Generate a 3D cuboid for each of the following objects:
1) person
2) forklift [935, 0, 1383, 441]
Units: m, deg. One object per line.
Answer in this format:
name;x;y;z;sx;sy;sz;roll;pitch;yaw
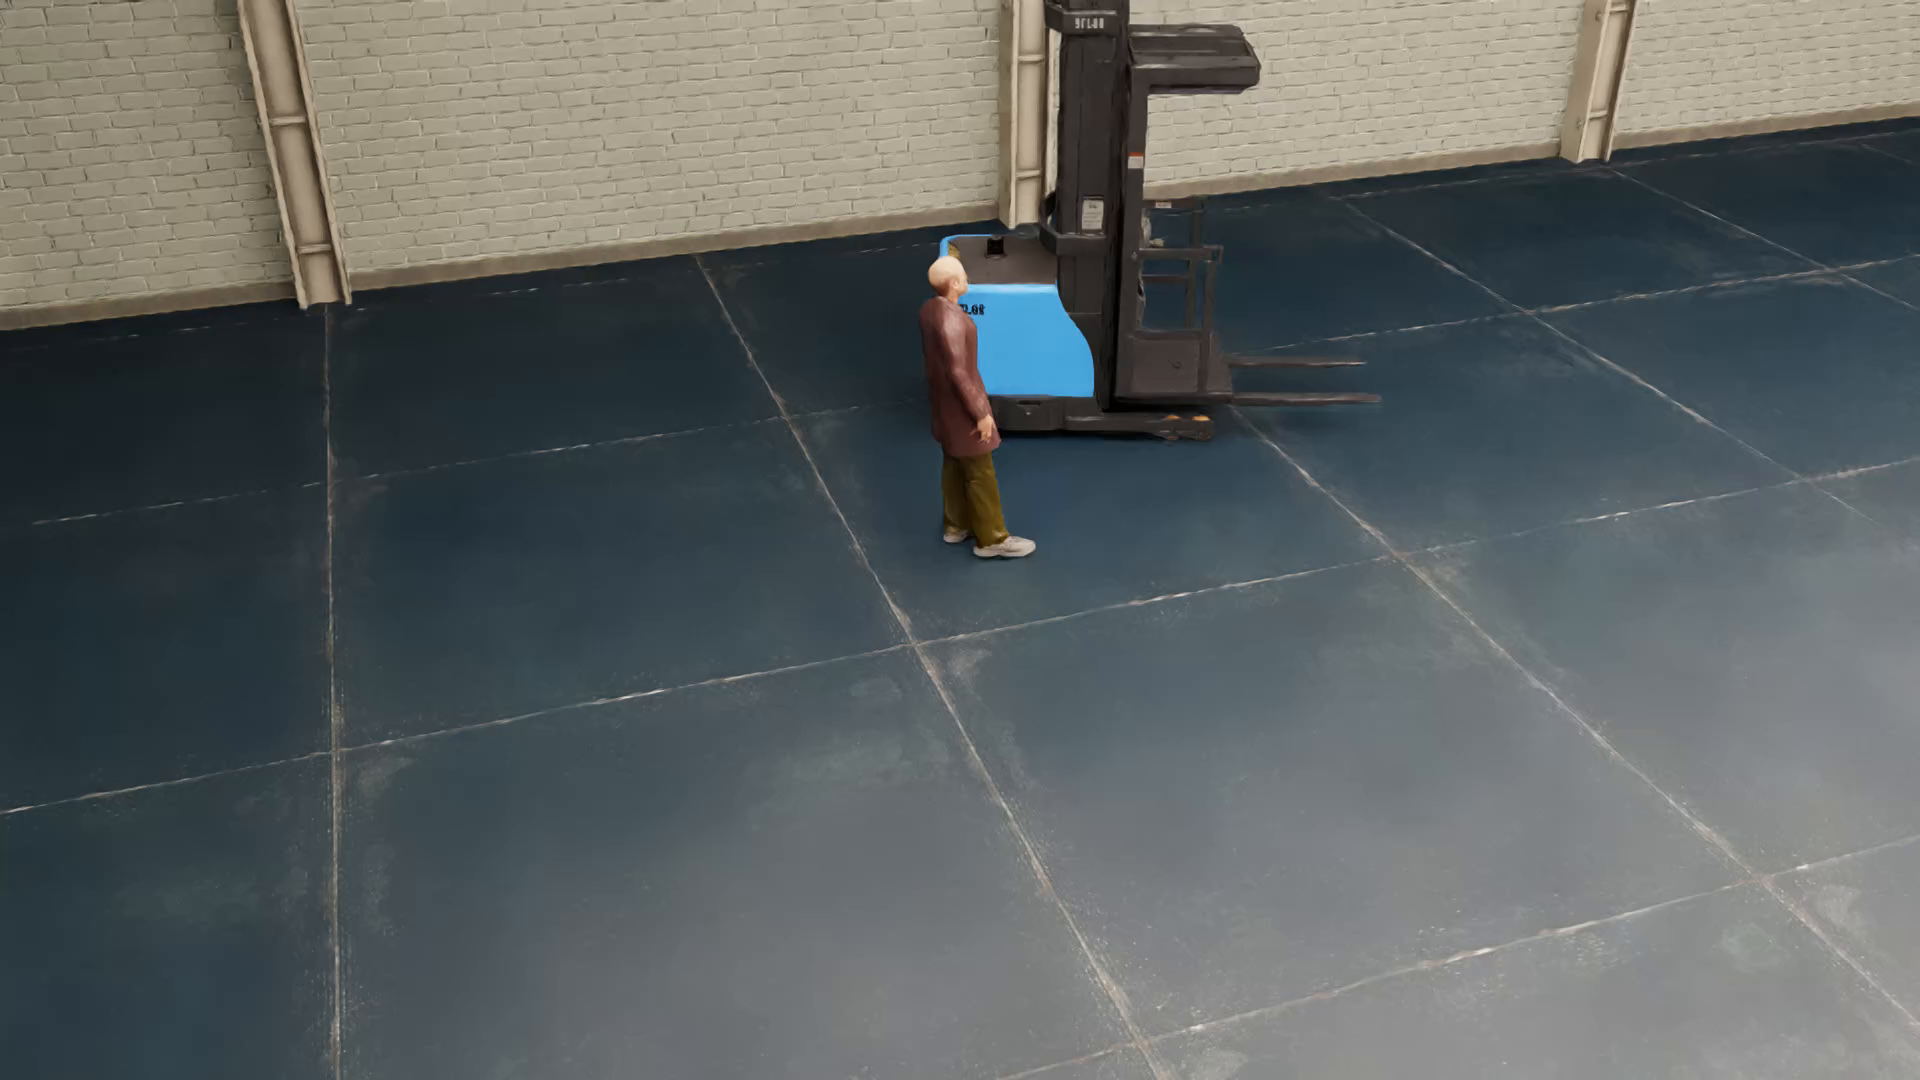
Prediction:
person;0.088;-0.789;9.600;0.580;1.776;0.694;-10;31;-16
forklift;1.352;-2.209;10.926;3.031;2.935;1.130;1;30;1
